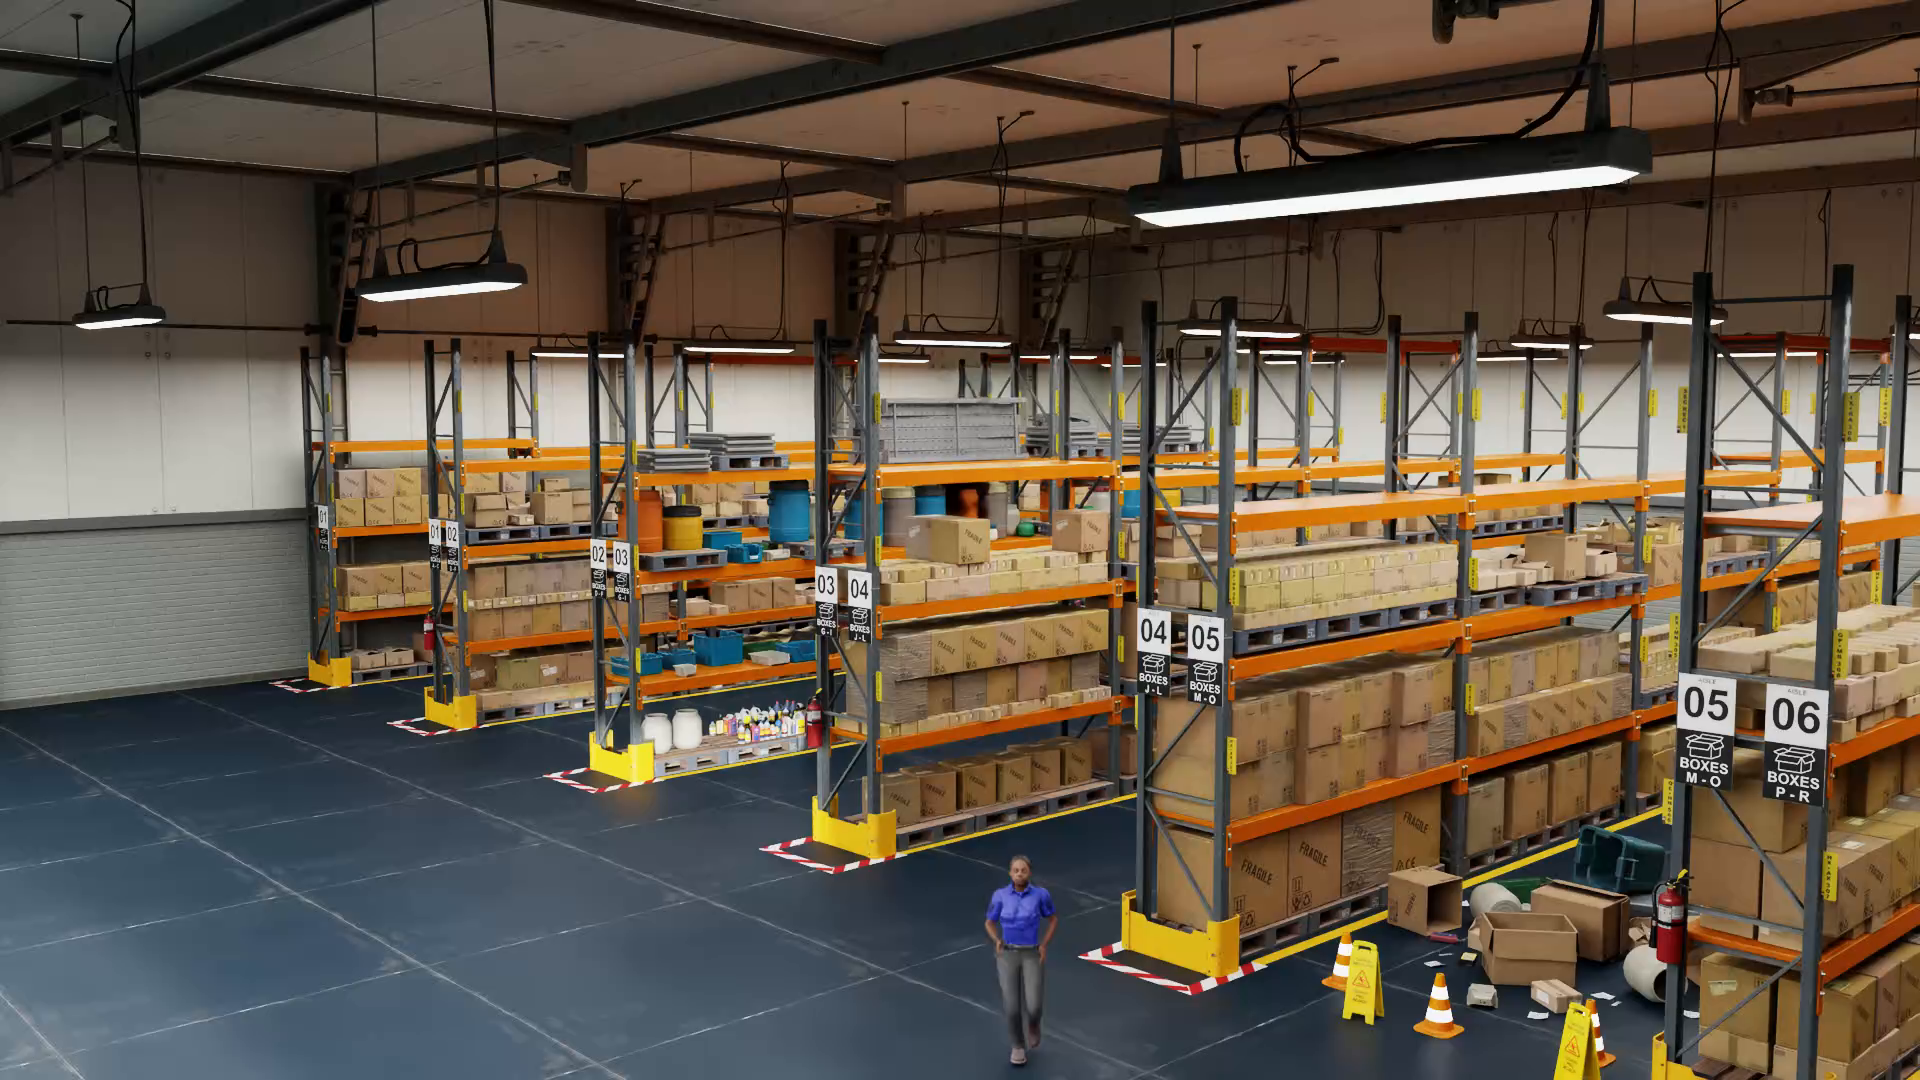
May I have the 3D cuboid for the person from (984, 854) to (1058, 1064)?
[{"bbox_3d":[0.468,3.234,12.824,0.571,1.608,0.572,0,5,4],"label":"person"}]
